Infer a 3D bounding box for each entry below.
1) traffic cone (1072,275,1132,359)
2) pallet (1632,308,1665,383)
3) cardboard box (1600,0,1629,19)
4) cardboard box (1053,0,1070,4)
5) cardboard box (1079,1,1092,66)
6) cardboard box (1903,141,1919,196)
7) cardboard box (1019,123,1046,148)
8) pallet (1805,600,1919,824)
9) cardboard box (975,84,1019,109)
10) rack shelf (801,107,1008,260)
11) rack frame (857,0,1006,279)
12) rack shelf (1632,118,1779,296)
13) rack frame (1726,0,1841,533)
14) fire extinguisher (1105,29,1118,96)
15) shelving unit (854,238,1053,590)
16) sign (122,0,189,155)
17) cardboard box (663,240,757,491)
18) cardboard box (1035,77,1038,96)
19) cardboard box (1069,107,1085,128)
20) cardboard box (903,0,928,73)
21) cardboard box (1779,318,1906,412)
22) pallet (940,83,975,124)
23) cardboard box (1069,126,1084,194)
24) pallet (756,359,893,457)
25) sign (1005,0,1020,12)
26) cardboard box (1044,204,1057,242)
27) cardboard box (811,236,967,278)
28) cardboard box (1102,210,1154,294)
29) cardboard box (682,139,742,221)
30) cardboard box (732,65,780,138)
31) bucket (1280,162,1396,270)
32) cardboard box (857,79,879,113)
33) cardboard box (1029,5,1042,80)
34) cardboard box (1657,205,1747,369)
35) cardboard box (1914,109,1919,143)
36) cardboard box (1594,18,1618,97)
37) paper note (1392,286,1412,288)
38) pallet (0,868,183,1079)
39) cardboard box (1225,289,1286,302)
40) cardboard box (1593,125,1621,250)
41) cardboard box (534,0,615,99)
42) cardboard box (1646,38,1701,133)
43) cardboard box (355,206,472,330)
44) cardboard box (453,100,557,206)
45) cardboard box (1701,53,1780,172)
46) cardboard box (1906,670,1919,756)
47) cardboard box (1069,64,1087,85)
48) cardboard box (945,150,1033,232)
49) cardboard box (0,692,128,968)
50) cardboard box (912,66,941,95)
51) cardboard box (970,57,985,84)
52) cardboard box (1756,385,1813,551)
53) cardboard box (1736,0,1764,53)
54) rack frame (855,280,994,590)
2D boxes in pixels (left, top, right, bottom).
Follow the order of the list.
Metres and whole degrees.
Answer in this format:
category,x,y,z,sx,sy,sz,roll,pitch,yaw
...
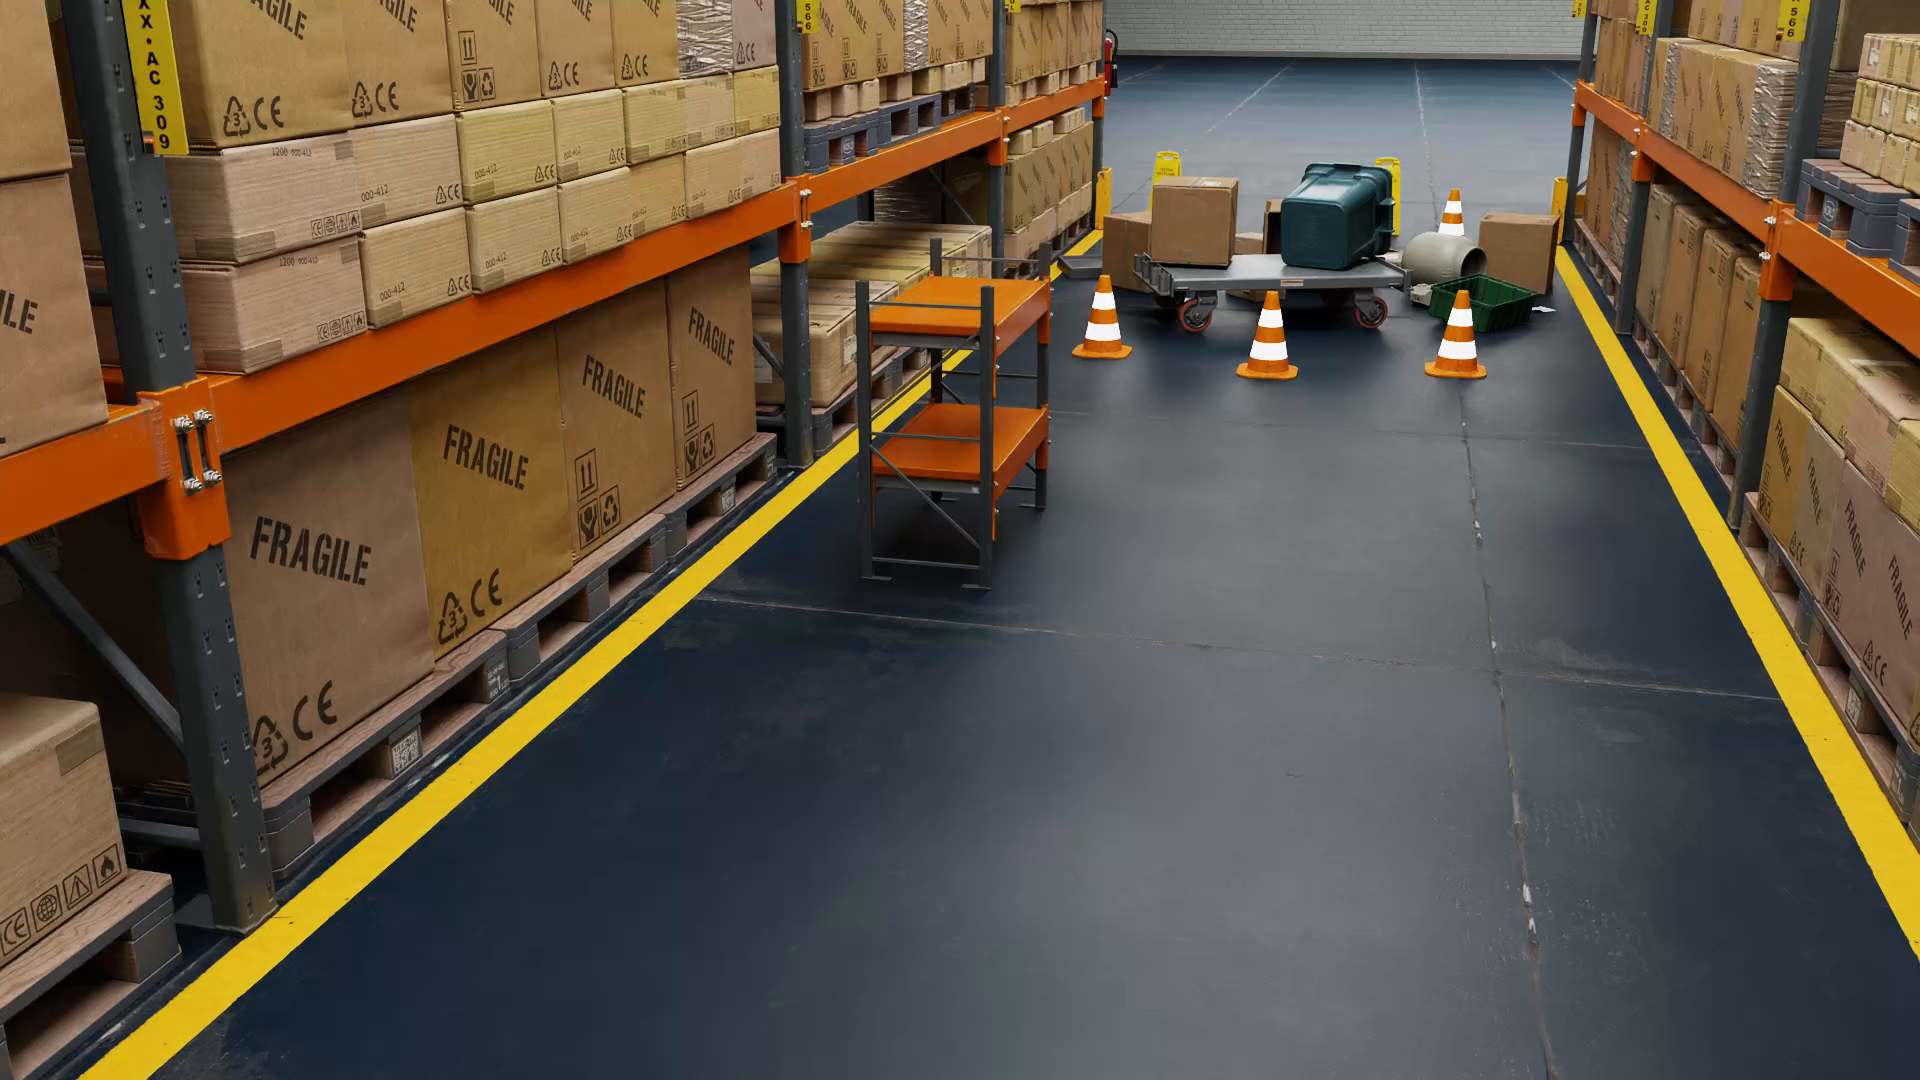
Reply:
category,x,y,z,sx,sy,sz,roll,pitch,yaw
traffic cone,0.854,-1.345,9.909,0.336,0.463,0.334,5,19,13
pallet,4.508,-1.118,9.634,1.003,0.211,1.213,5,19,13
cardboard box,5.159,-4.063,12.040,0.875,0.550,0.550,5,19,13
cardboard box,0.412,-4.140,12.006,0.700,0.500,0.500,4,19,12
cardboard box,0.784,-4.138,13.546,0.500,0.500,0.500,5,19,14
cardboard box,3.146,-1.134,5.105,0.380,0.149,0.250,6,20,16
cardboard box,0.418,-2.963,12.163,0.380,0.149,0.250,5,20,15
pallet,3.154,0.514,4.856,1.003,0.211,1.213,5,19,13
cardboard box,0.187,-2.999,11.216,0.380,0.149,0.250,5,19,13
rack shelf,-0.690,-2.077,9.241,1.077,0.370,4.000,5,19,13
rack frame,-0.201,-3.044,10.960,1.000,3.000,0.127,5,19,13
rack shelf,4.135,-1.718,8.189,1.077,0.370,4.000,5,19,13
rack frame,3.646,-1.431,6.238,1.000,3.000,0.127,5,19,13
fire extinguisher,1.251,-4.261,14.642,0.296,0.674,0.183,5,19,13
shelving unit,-0.002,-0.530,6.500,0.538,1.125,1.048,5,19,13
sign,-1.617,-0.941,3.339,0.100,0.325,0.005,5,19,13
cardboard box,-1.428,-0.774,6.951,0.875,0.875,0.875,4,19,13
cardboard box,0.363,-3.329,12.181,0.380,0.149,0.250,5,19,13
cardboard box,0.809,-3.465,13.633,0.380,0.149,0.250,5,20,15
cardboard box,-0.470,-2.787,8.943,0.500,0.500,0.500,4,19,11
cardboard box,3.243,-0.605,5.876,0.500,0.250,0.500,4,19,11
pallet,-0.529,-2.726,10.323,1.003,0.211,1.213,5,19,13
cardboard box,0.709,-3.115,13.611,0.500,0.500,0.500,5,20,15
pallet,-0.986,-0.716,8.457,1.003,0.211,1.213,5,19,13
sign,0.338,-3.550,10.648,0.100,0.325,0.005,5,19,13
cardboard box,0.452,-2.440,12.796,0.500,0.250,0.500,4,19,13
cardboard box,-0.499,-1.609,10.175,0.950,0.372,0.625,6,20,17
cardboard box,1.380,-2.091,12.032,0.500,0.500,0.500,-13,23,-34
cardboard box,-1.160,-1.379,6.317,0.500,0.250,0.500,5,19,14
cardboard box,-1.050,-1.784,6.730,0.500,0.250,0.500,5,19,13
bucket,2.421,-2.080,10.850,0.726,0.611,0.620,12,32,32
cardboard box,-0.618,-2.210,8.257,0.380,0.149,0.250,5,19,14
cardboard box,0.277,-3.508,11.701,0.500,0.500,0.500,5,19,13
cardboard box,4.320,-1.316,8.729,1.050,0.750,0.750,5,19,13
cardboard box,3.146,-1.268,5.039,0.380,0.149,0.250,5,19,14
cardboard box,5.182,-3.550,12.209,0.875,0.550,0.550,5,19,13
paper note,3.181,-1.847,12.059,0.172,0.023,0.155,12,22,32
pallet,-2.417,1.015,3.390,1.003,0.211,1.213,5,19,13
cardboard box,2.079,-1.836,11.653,0.258,0.266,0.396,-9,21,-24
cardboard box,5.286,-2.638,12.409,0.875,0.875,0.875,4,19,13
cardboard box,-1.427,-1.654,5.187,0.500,0.500,0.500,4,19,12
cardboard box,4.234,-2.589,9.472,0.500,0.500,0.500,5,19,14
cardboard box,-1.667,-0.745,4.461,0.500,0.250,0.500,4,19,12
cardboard box,-1.525,-1.140,4.843,0.500,0.250,0.500,5,19,14
cardboard box,3.741,-1.954,7.613,0.500,0.500,0.500,4,19,12
cardboard box,2.731,0.394,4.112,0.500,0.500,0.500,4,19,12
cardboard box,0.821,-3.795,13.547,0.380,0.149,0.250,5,19,14
cardboard box,0.205,-2.460,11.695,0.500,0.500,0.500,6,20,16
cardboard box,-2.413,0.665,3.414,0.875,0.438,0.875,4,19,13
cardboard box,-0.322,-2.623,9.464,0.380,0.149,0.250,5,19,13
cardboard box,-0.059,-2.941,10.397,0.380,0.149,0.250,5,19,14
cardboard box,3.226,-0.246,5.984,0.500,0.500,0.500,4,19,11
cardboard box,4.136,-2.572,7.875,0.700,0.500,0.500,4,19,13
rack frame,-0.126,-0.371,6.033,0.500,1.125,0.032,5,19,13
